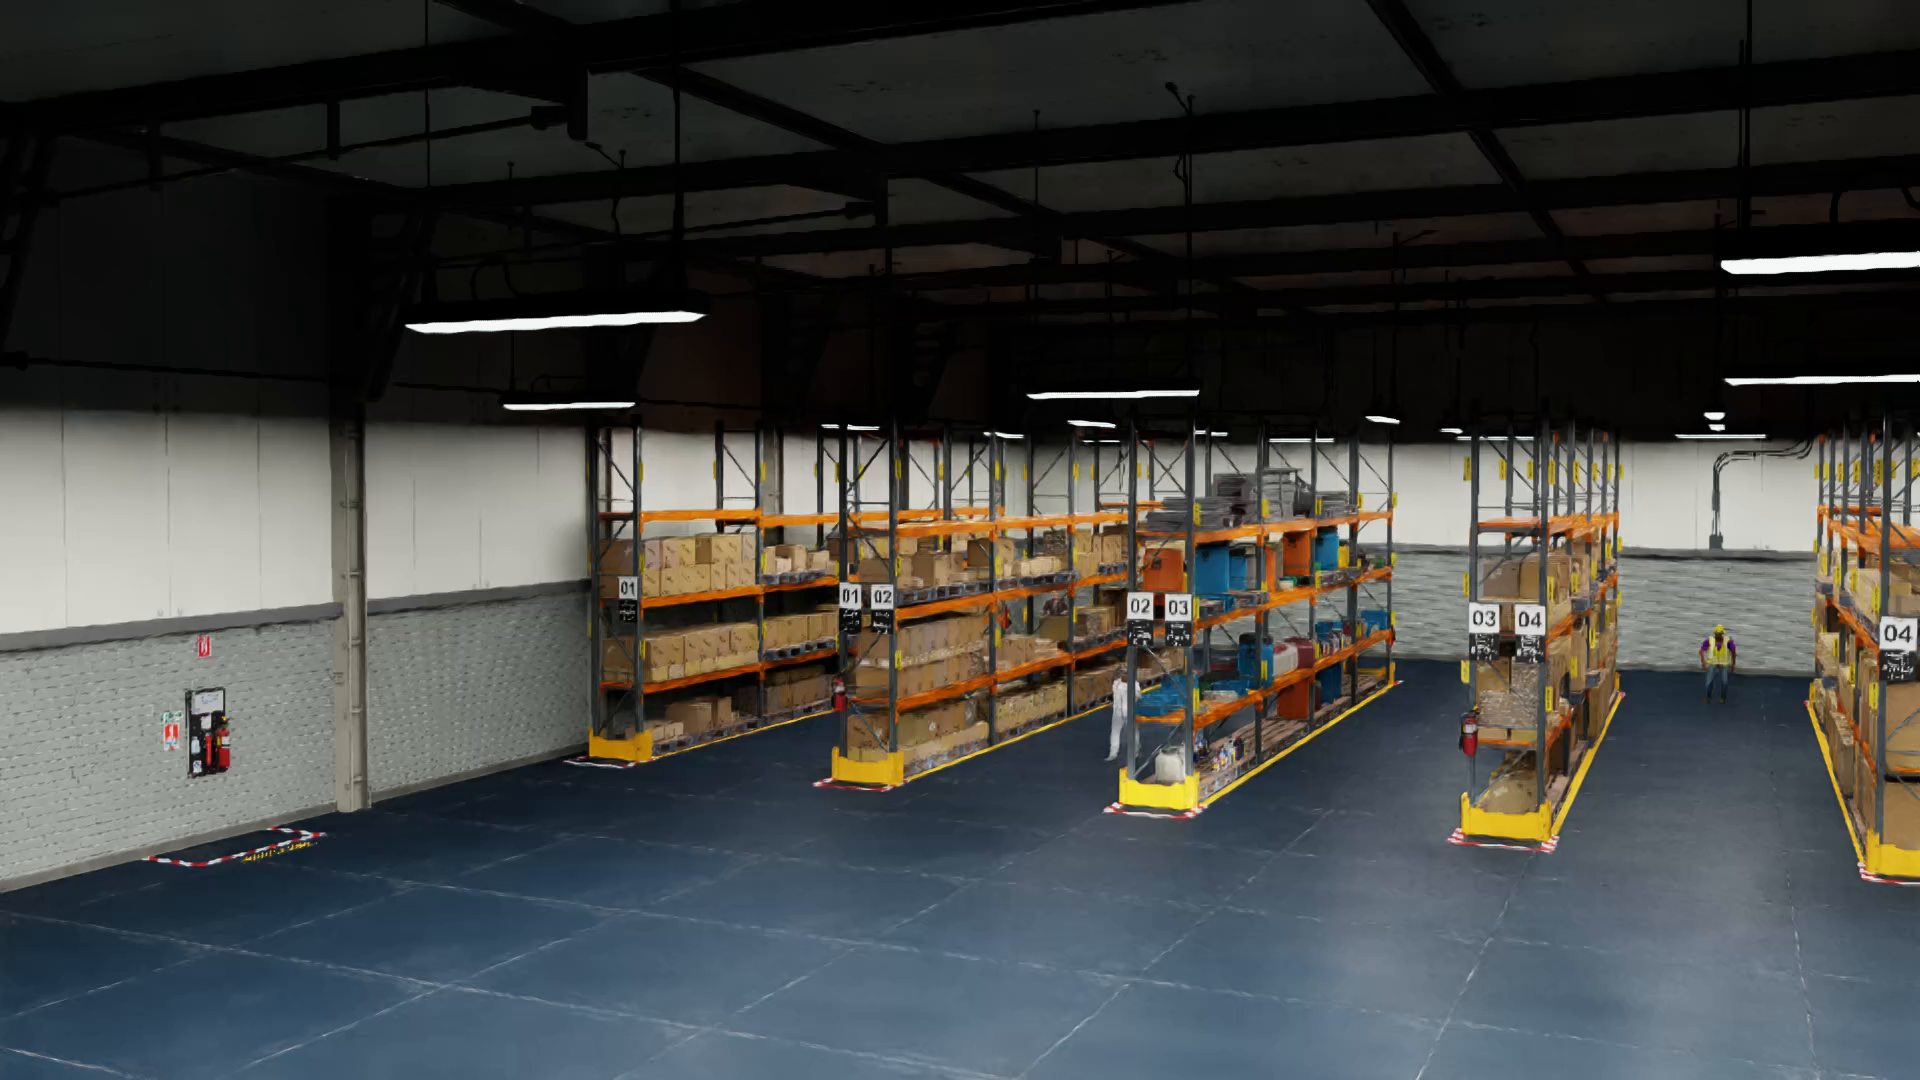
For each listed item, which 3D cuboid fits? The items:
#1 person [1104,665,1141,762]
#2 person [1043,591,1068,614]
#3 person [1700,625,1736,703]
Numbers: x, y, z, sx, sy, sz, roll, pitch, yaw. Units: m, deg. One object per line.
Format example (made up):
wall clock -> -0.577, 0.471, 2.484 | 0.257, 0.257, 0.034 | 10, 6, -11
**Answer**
person -> 2.858, 2.967, 28.647 | 0.540, 1.676, 1.126 | 1, 3, 22
person -> 2.666, 2.213, 46.026 | 0.735, 1.651, 0.896 | 0, 2, 9
person -> 16.359, 2.677, 35.893 | 0.719, 1.714, 0.578 | 1, 3, 23
